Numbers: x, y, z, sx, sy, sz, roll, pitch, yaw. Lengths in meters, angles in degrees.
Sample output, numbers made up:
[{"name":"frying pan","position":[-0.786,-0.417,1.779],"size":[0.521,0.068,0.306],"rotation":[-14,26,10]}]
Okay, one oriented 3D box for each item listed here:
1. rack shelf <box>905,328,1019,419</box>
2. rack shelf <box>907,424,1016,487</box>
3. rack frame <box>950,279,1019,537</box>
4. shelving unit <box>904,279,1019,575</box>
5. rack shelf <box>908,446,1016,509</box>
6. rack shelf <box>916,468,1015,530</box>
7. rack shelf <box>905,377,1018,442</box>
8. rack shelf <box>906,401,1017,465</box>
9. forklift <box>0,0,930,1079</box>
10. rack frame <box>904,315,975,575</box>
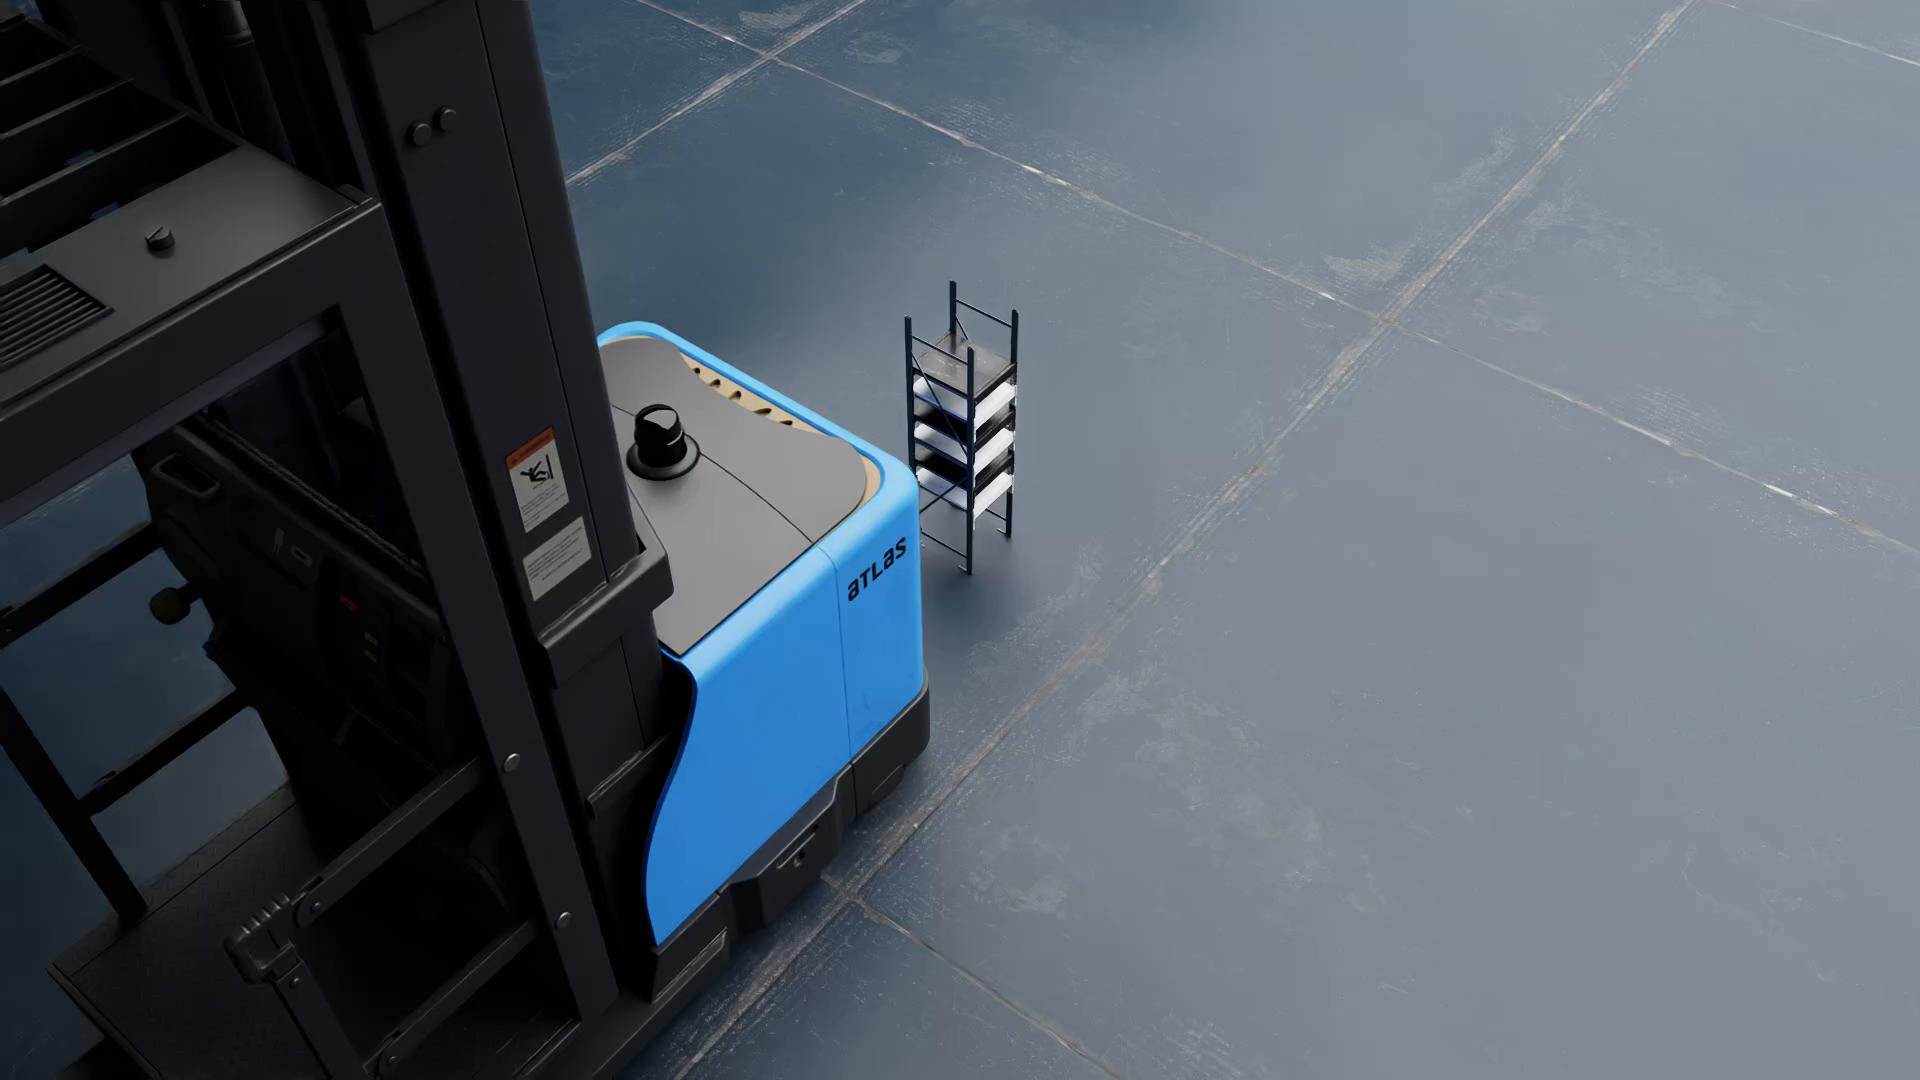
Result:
[{"name":"rack shelf","position":[0.005,-0.479,4.758],"size":[0.258,0.077,0.200],"rotation":[29,53,25]},{"name":"rack shelf","position":[0.005,-0.292,4.953],"size":[0.258,0.077,0.200],"rotation":[29,53,25]},{"name":"rack frame","position":[0.067,-0.374,4.985],"size":[0.240,0.900,0.006],"rotation":[29,53,25]},{"name":"shelving unit","position":[0.005,-0.315,4.929],"size":[0.258,0.900,0.210],"rotation":[29,53,25]},{"name":"rack shelf","position":[0.005,-0.230,5.018],"size":[0.258,0.077,0.200],"rotation":[29,53,25]},{"name":"rack shelf","position":[0.005,-0.168,5.083],"size":[0.258,0.077,0.200],"rotation":[29,53,25]},{"name":"rack shelf","position":[0.005,-0.417,4.823],"size":[0.258,0.077,0.200],"rotation":[29,53,25]},{"name":"rack shelf","position":[0.005,-0.355,4.888],"size":[0.258,0.077,0.200],"rotation":[29,53,25]},{"name":"forklift","position":[-1.394,0.184,3.047],"size":[1.130,2.935,3.031],"rotation":[30,53,26]},{"name":"rack frame","position":[-0.057,-0.257,4.873],"size":[0.240,0.900,0.006],"rotation":[29,53,25]}]
